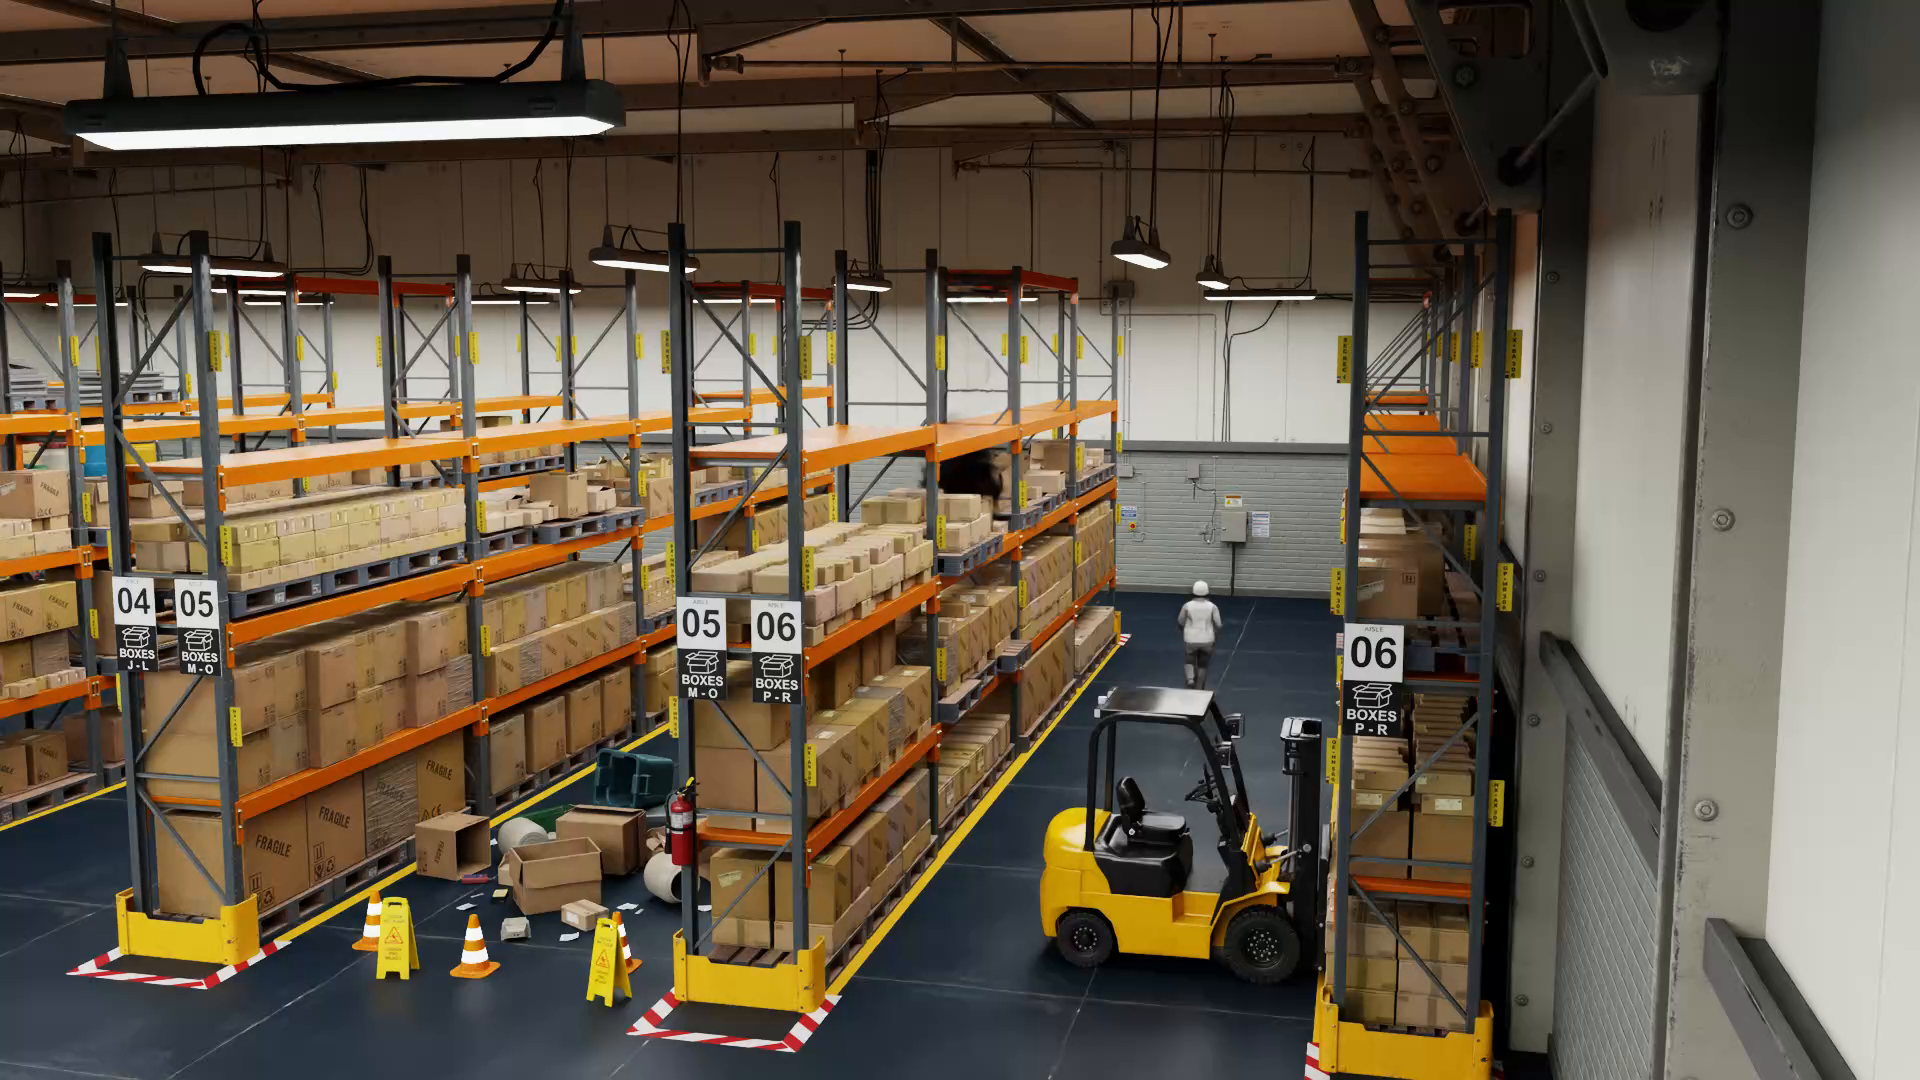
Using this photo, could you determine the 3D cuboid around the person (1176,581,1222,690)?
[{"bbox_3d":[3.393,1.434,23.604,0.644,1.727,0.580,1,7,8],"label":"person"}]
